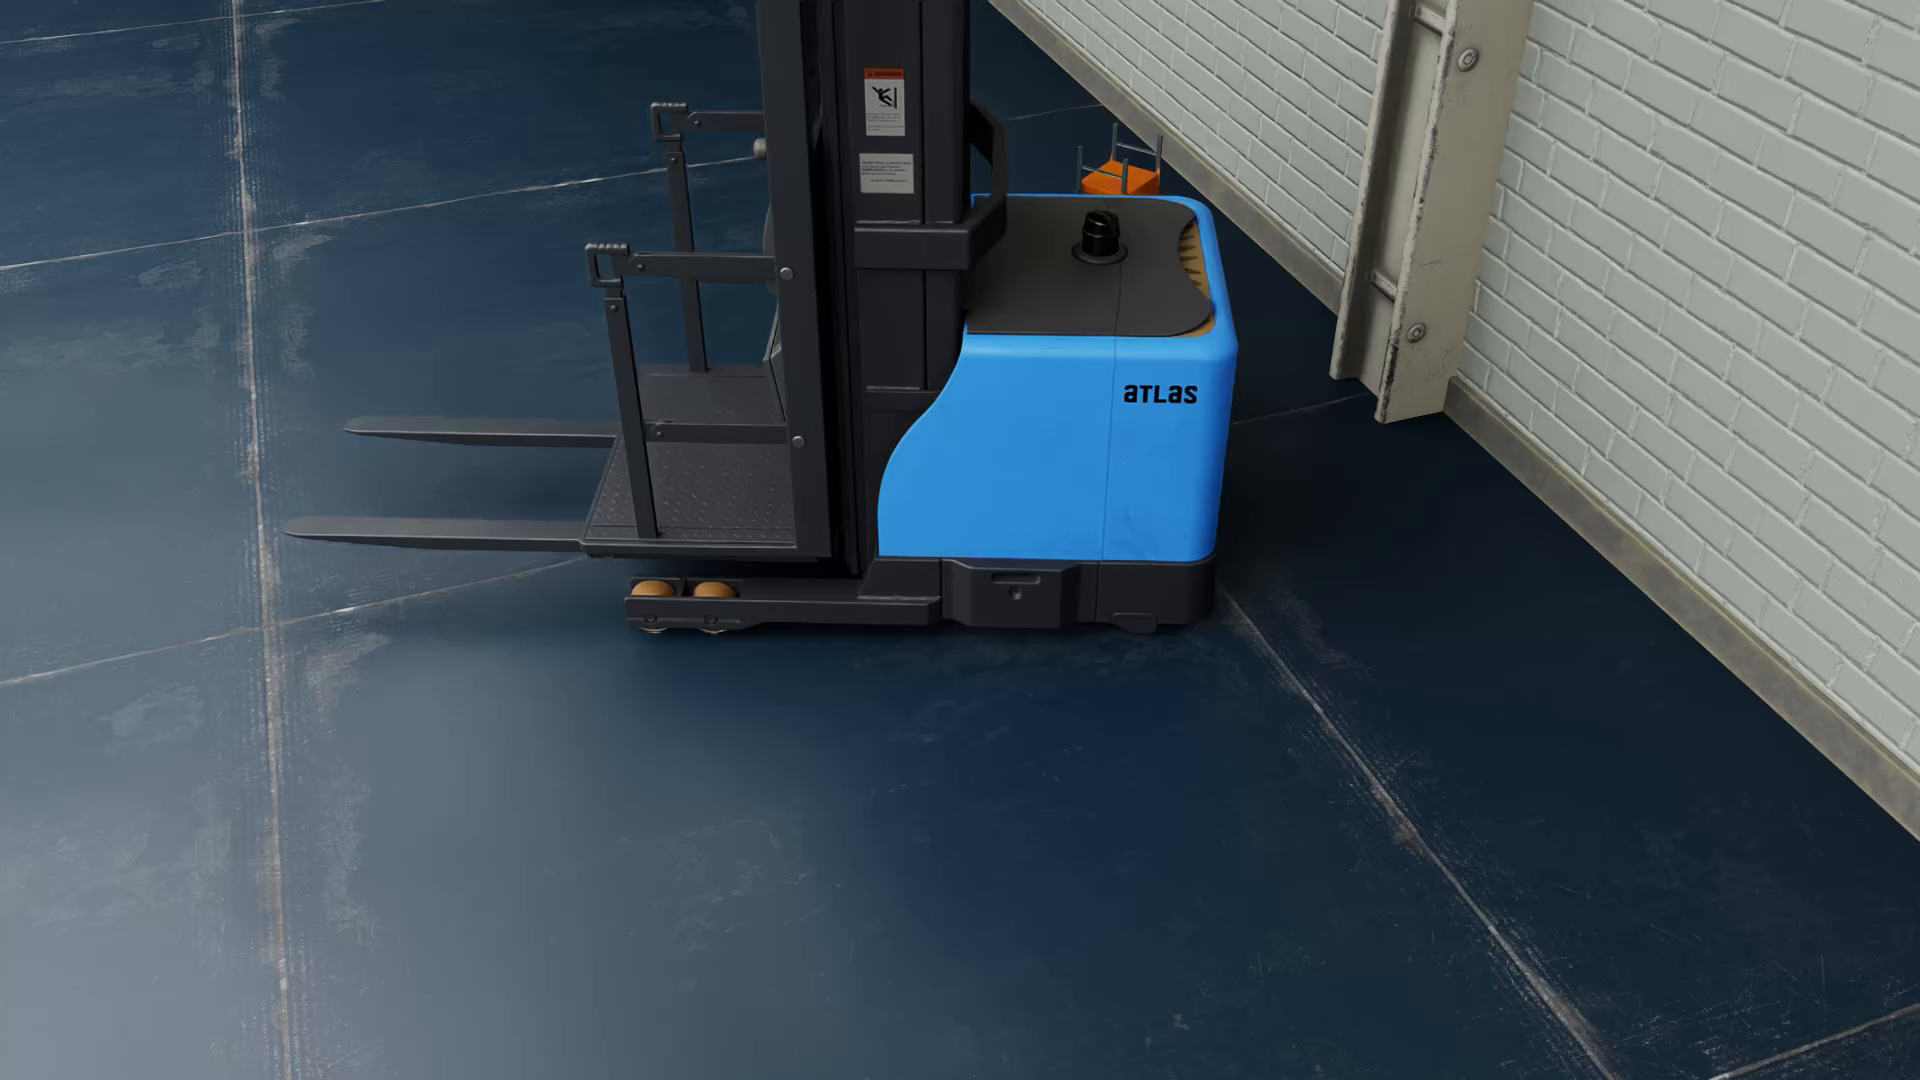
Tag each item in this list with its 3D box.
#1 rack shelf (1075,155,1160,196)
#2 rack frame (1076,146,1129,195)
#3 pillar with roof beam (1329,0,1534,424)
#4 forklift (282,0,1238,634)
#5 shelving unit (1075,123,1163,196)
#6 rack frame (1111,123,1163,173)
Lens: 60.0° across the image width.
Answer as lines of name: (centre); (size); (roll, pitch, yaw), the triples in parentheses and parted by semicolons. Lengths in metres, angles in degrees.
rack shelf: (0.568, -1.209, 6.029); (0.215, 0.259, 0.240); (23, 42, 27)
rack frame: (0.499, -0.931, 6.113); (0.200, 1.050, 0.008); (23, 42, 27)
pillar with roof beam: (-2.360, -3.289, 2.637); (9.100, 9.000, 0.400); (-12, 39, -16)
forklift: (-0.688, -1.189, 4.893); (3.031, 2.935, 1.130); (1, 37, 2)
shelving unit: (0.568, -0.991, 6.193); (0.215, 1.050, 0.252); (23, 42, 27)
rack frame: (0.638, -1.052, 6.274); (0.200, 1.050, 0.008); (23, 42, 27)
